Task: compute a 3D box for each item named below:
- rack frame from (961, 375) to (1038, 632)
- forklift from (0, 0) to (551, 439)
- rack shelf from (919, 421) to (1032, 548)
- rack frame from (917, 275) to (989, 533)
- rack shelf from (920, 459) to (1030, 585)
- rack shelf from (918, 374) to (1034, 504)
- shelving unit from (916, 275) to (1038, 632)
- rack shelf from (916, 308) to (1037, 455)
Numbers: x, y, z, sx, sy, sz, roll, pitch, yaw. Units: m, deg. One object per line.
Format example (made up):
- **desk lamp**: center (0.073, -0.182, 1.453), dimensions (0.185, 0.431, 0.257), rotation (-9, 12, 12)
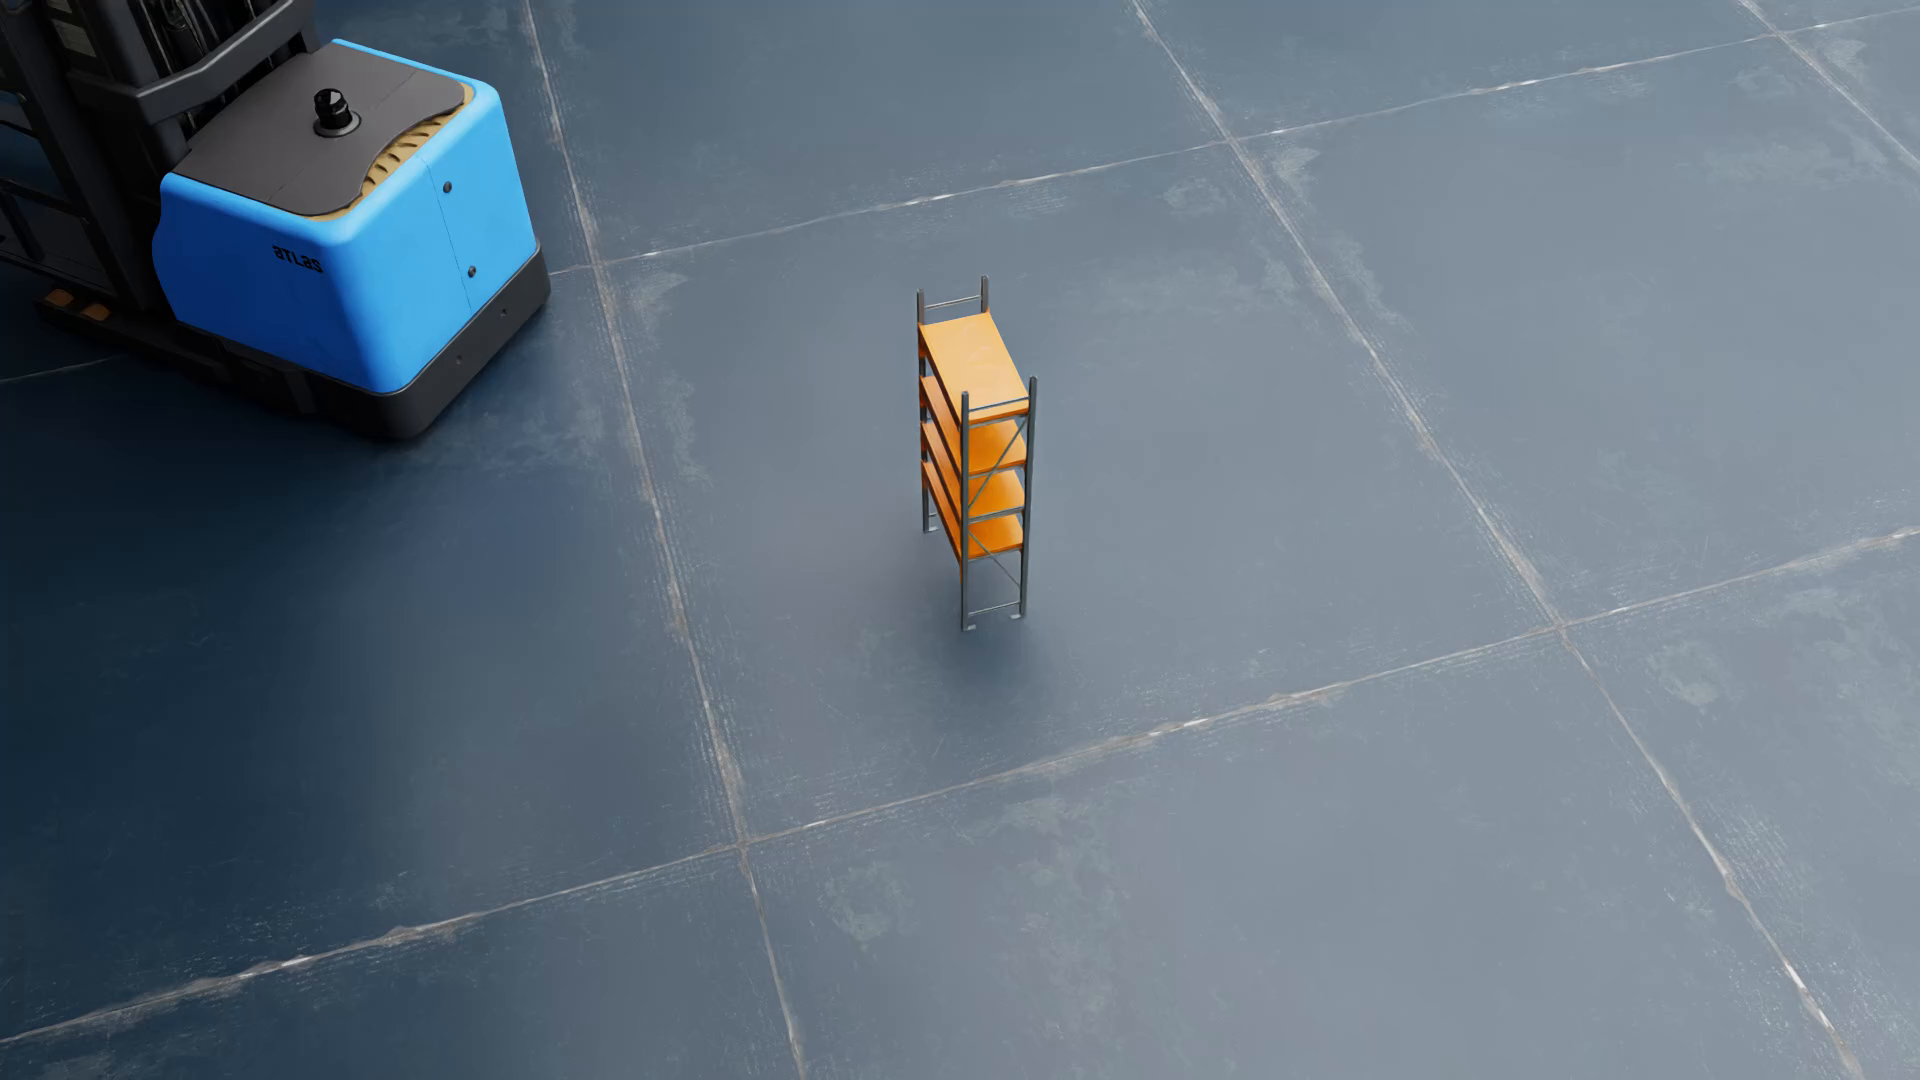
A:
- **rack frame**: center (0.121, -0.088, 5.539), dimensions (0.240, 1.200, 0.015), rotation (-13, 51, -11)
- **forklift**: center (-3.292, -2.115, 6.116), dimensions (3.031, 2.935, 1.130), rotation (20, 53, 16)
- **rack shelf**: center (0.049, -0.222, 5.741), dimensions (0.258, 0.148, 0.480), rotation (-13, 51, -11)
- **rack frame**: center (-0.023, -0.444, 5.840), dimensions (0.240, 1.200, 0.015), rotation (-13, 51, -11)
- **rack shelf**: center (0.049, -0.094, 5.893), dimensions (0.258, 0.148, 0.480), rotation (-13, 51, -11)
- **rack shelf**: center (0.049, -0.367, 5.570), dimensions (0.258, 0.148, 0.480), rotation (-13, 51, -11)
- **shelving unit**: center (0.049, -0.266, 5.689), dimensions (0.258, 1.200, 0.503), rotation (-13, 51, -11)
- **rack shelf**: center (0.049, -0.519, 5.389), dimensions (0.258, 0.148, 0.480), rotation (-13, 51, -11)
